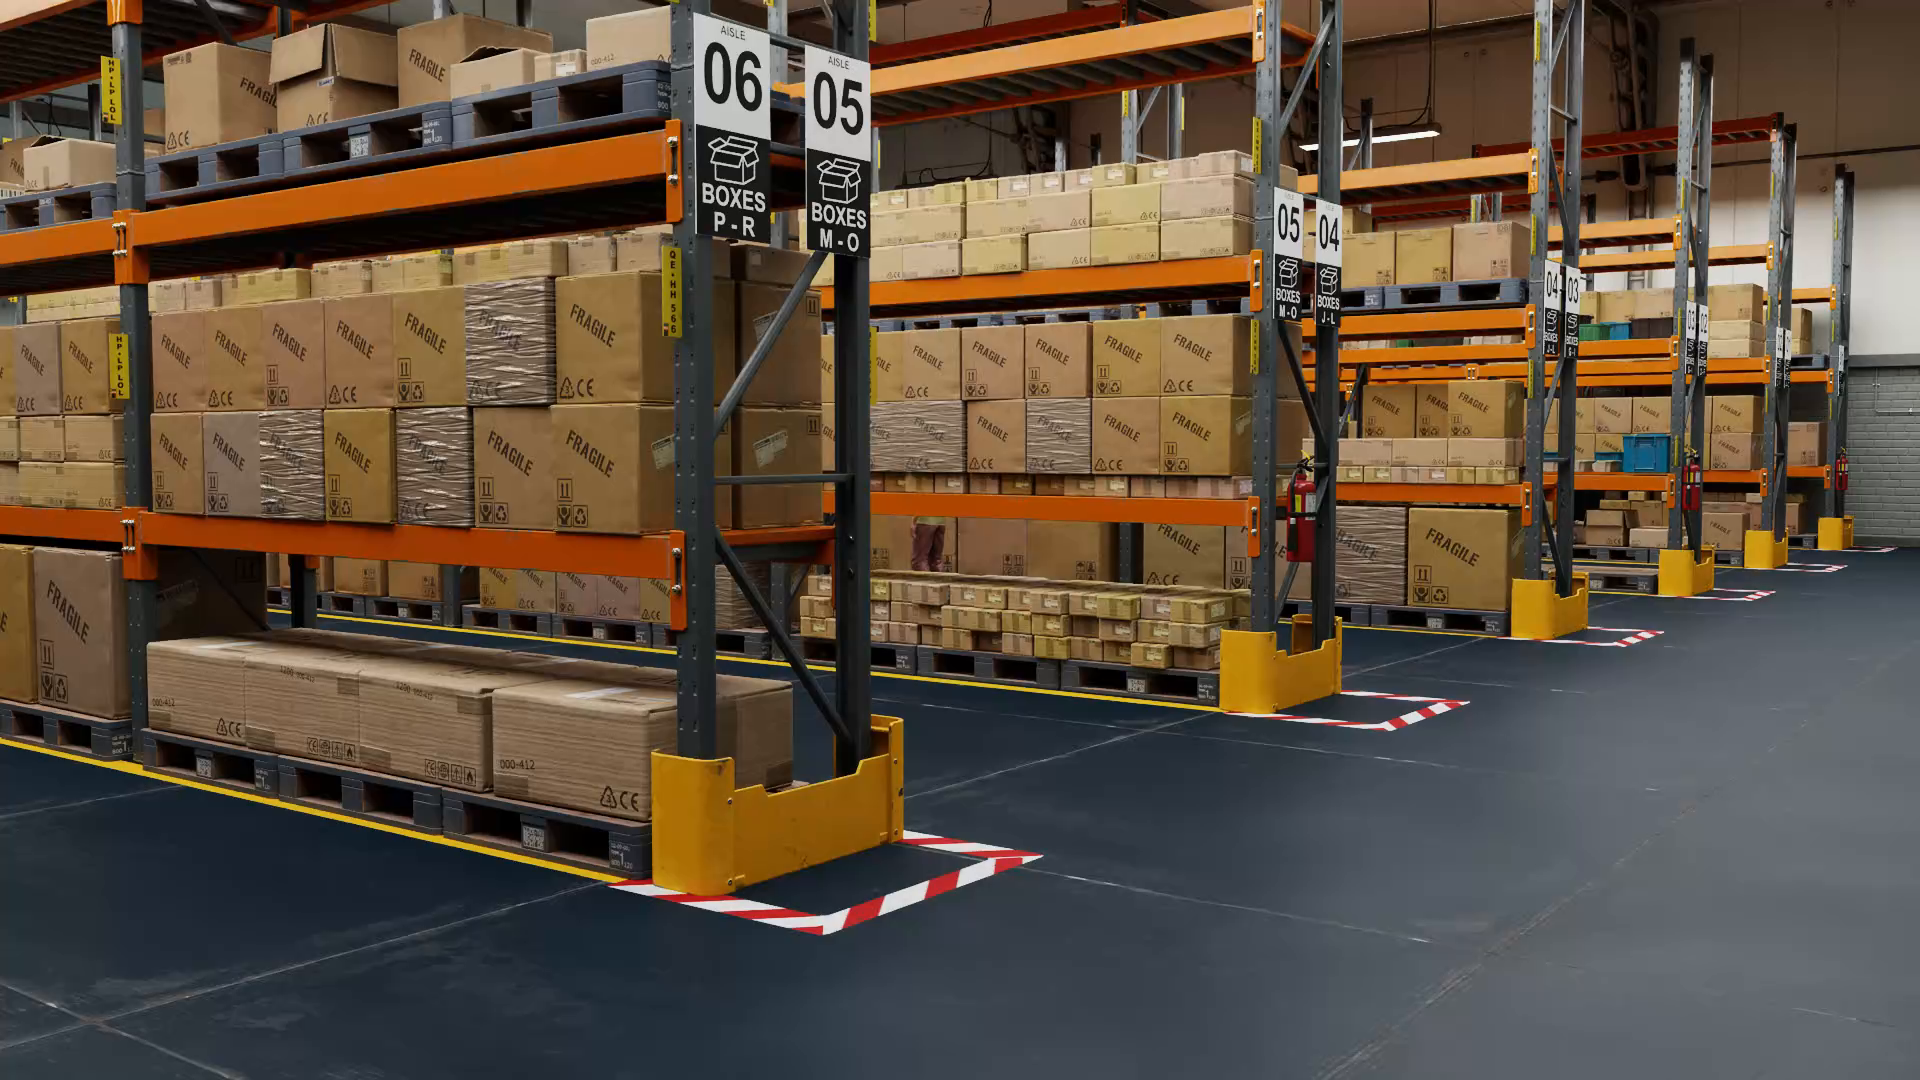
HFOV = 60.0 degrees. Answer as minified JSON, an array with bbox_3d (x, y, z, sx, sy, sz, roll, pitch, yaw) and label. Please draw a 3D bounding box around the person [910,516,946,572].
[{"bbox_3d":[-0.326,-0.137,16.512,0.357,1.673,0.499,2,4,36],"label":"person"}]
